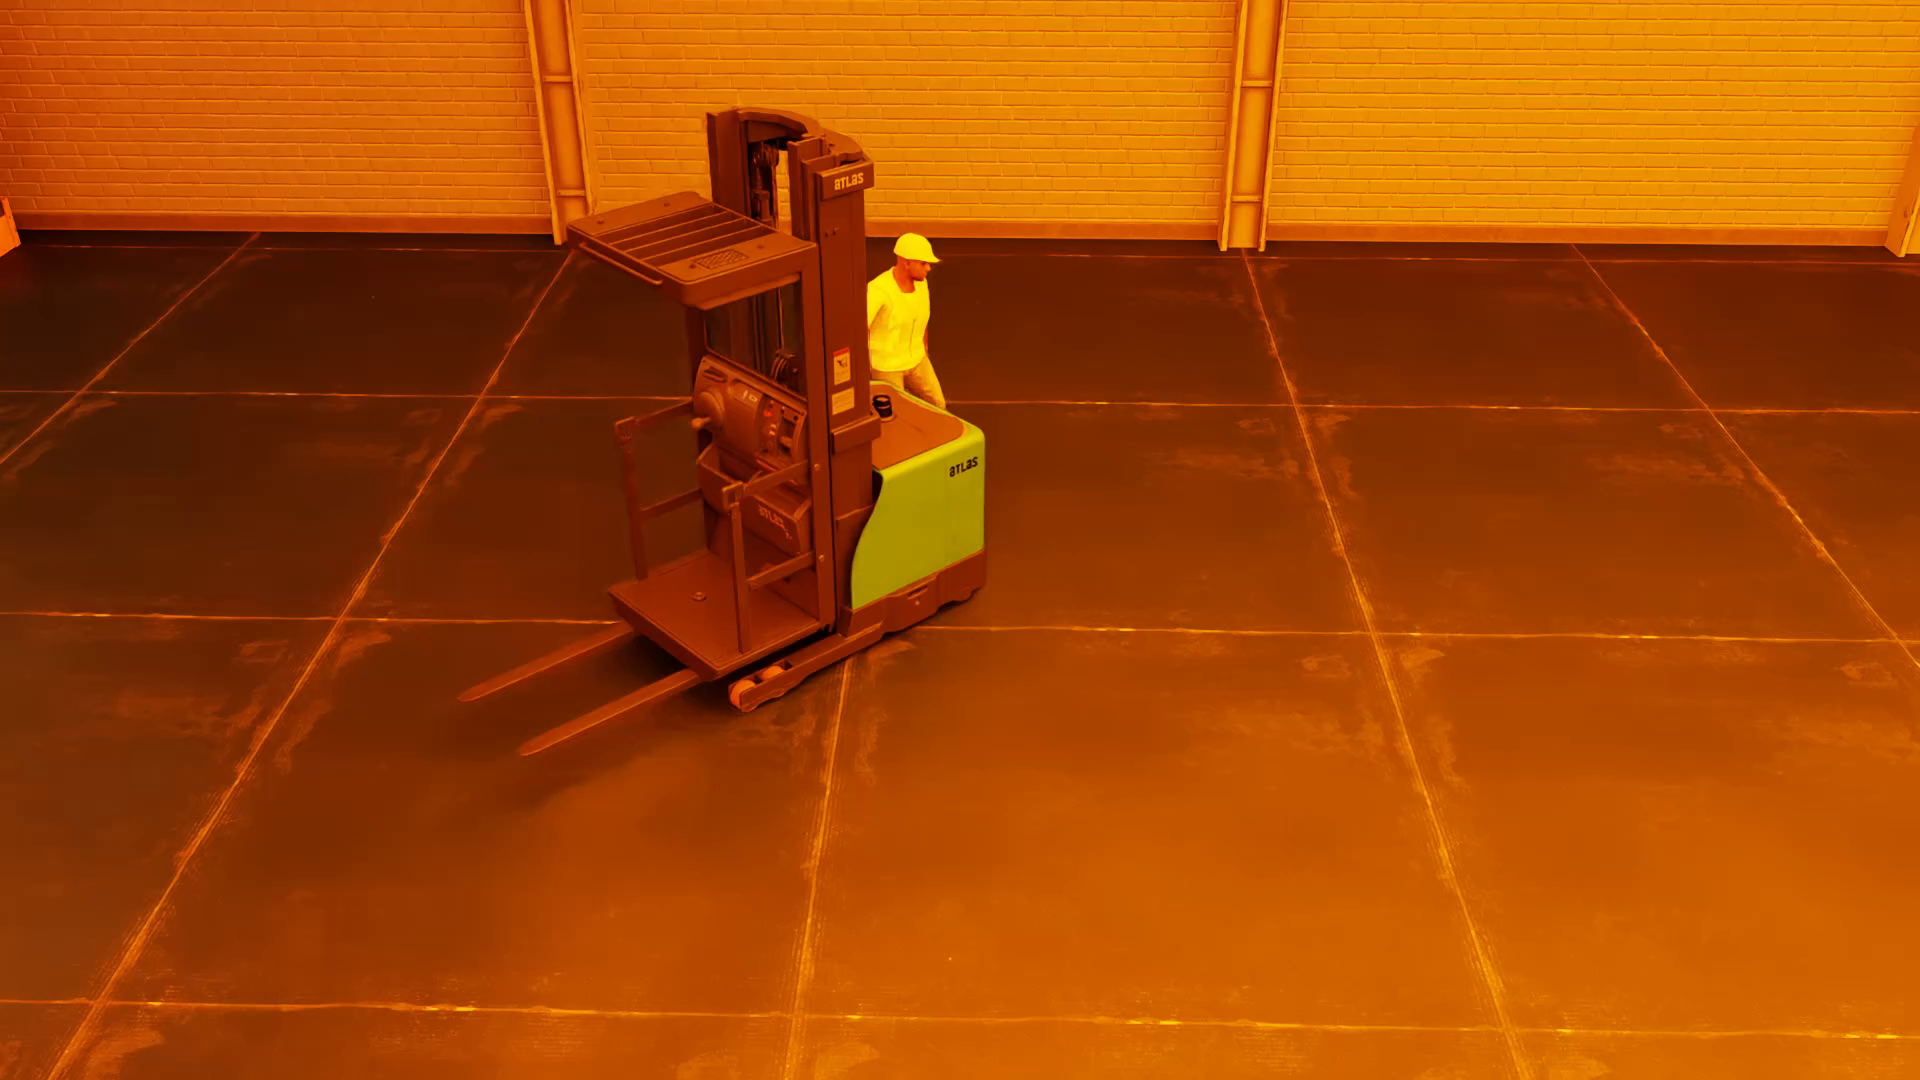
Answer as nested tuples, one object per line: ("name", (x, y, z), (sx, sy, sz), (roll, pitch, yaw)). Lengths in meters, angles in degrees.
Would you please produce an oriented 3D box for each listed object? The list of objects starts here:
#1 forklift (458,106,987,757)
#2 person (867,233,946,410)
("forklift", (-1.273, -0.640, 8.700), (3.031, 2.935, 1.130), (-25, 39, -35))
("person", (-0.382, -1.160, 10.783), (0.471, 1.733, 0.893), (24, 38, 34))
